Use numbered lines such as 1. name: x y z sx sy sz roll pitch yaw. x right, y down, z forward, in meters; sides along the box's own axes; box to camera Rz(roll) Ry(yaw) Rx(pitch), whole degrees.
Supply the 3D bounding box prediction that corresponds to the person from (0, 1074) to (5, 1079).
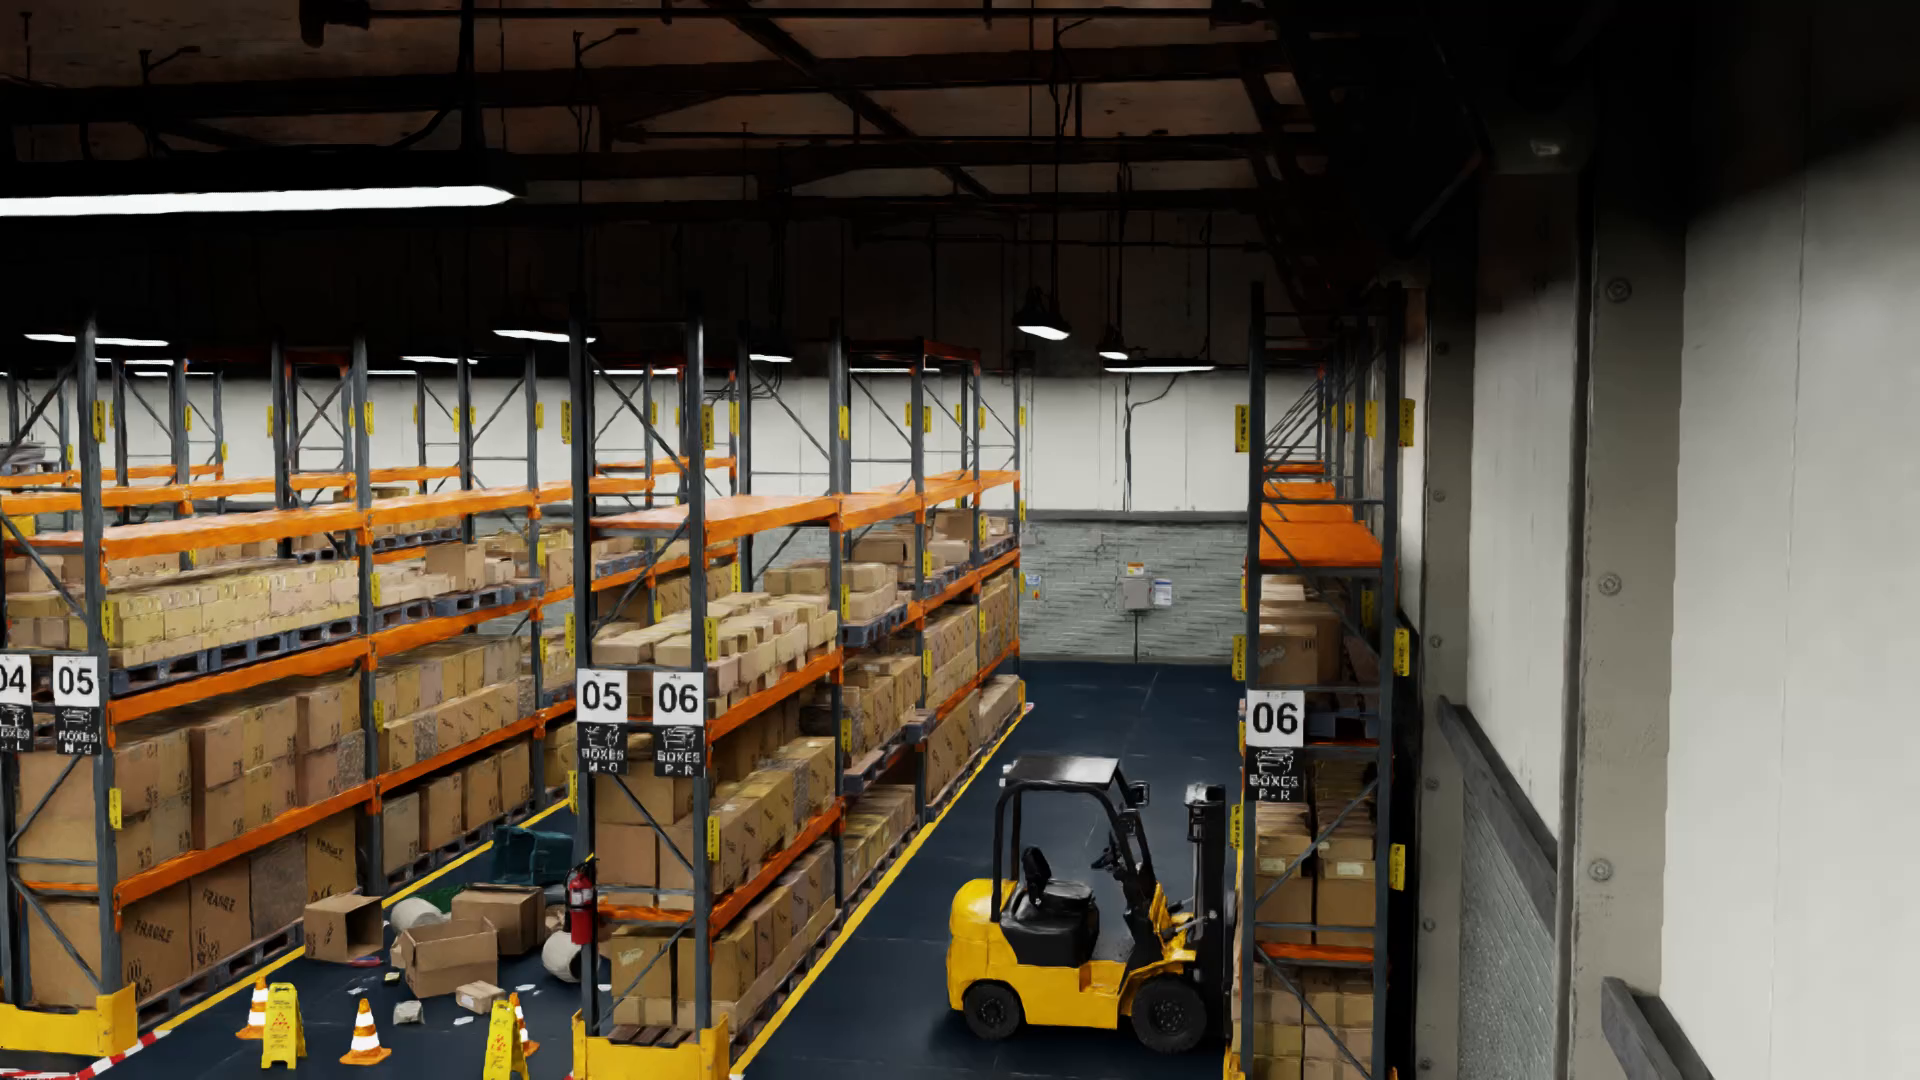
1. person: -7.118 3.382 11.577 0.620 1.723 0.959 3 6 34
